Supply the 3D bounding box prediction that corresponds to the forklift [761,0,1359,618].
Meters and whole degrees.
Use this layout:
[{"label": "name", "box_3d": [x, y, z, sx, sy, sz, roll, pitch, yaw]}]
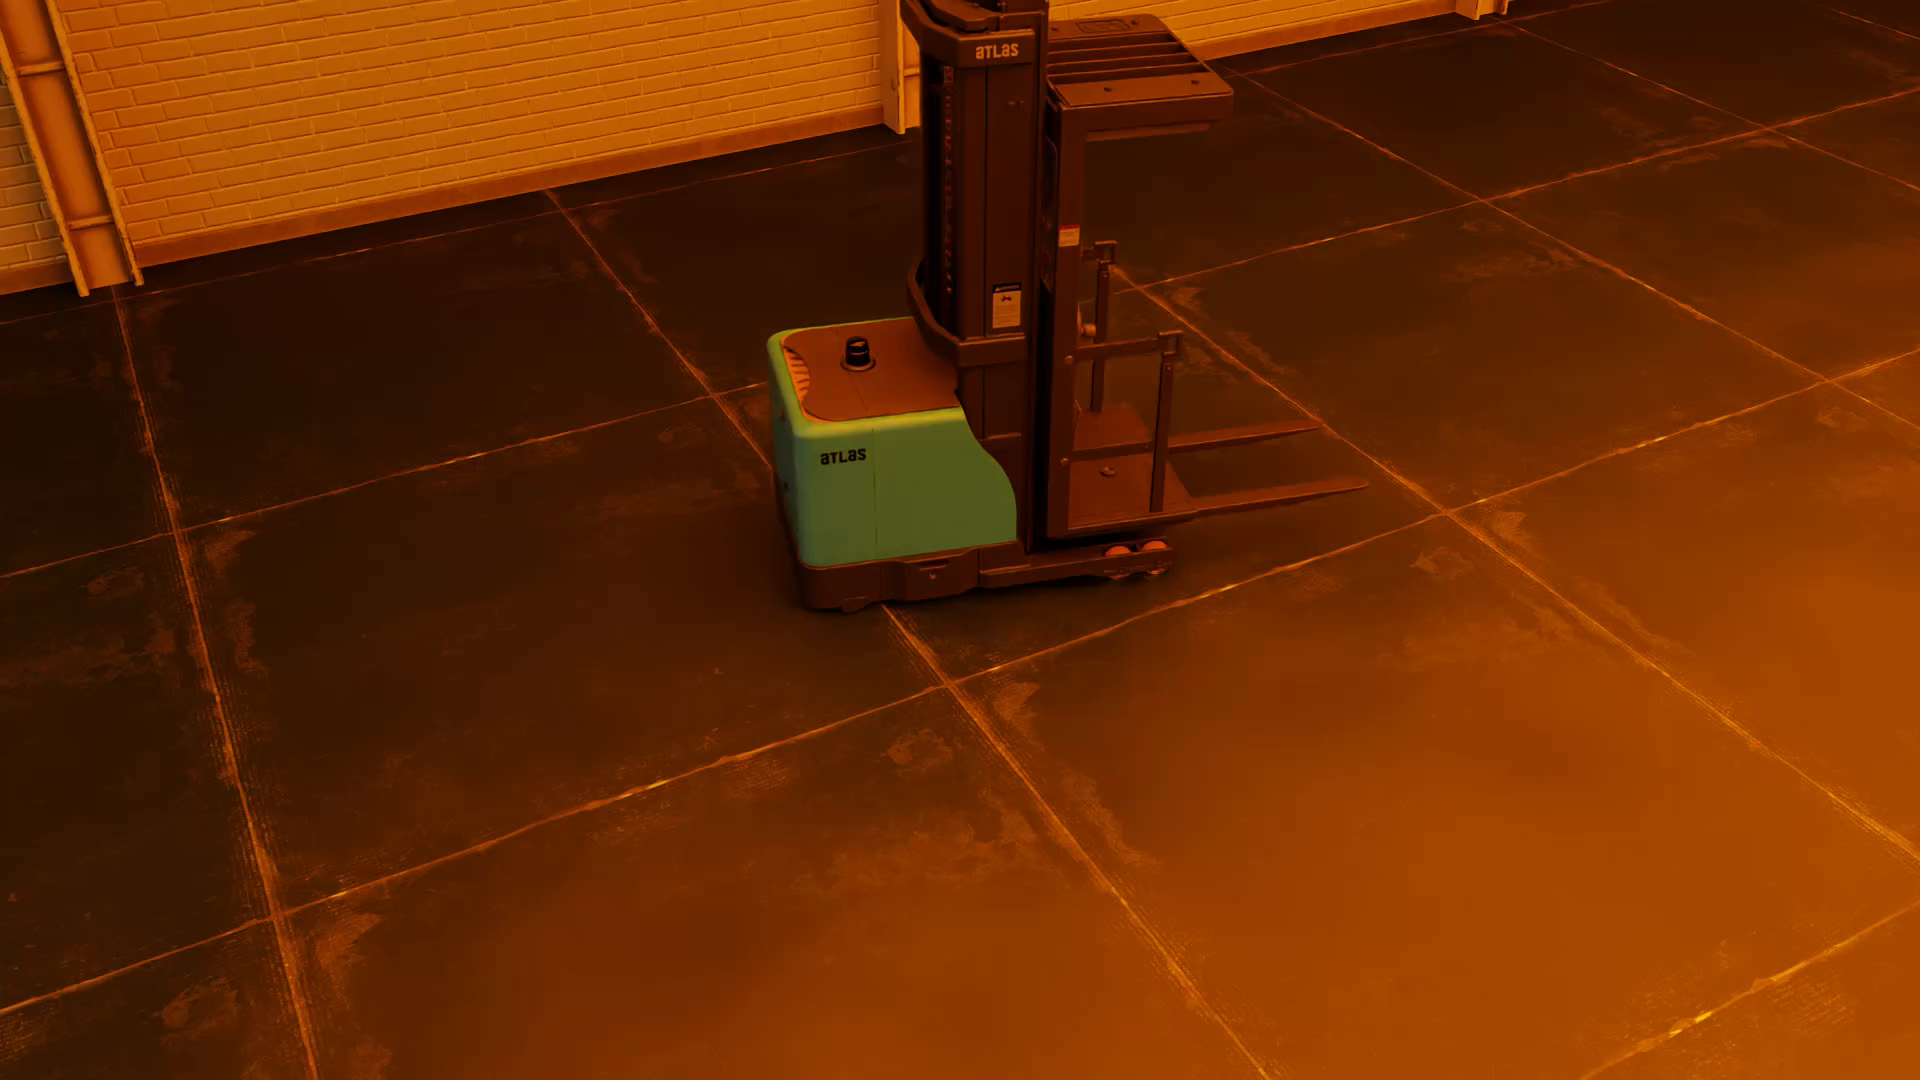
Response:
[{"label": "forklift", "box_3d": [0.581, -1.319, 7.989, 3.031, 2.935, 1.130, -11, 37, -15]}]
